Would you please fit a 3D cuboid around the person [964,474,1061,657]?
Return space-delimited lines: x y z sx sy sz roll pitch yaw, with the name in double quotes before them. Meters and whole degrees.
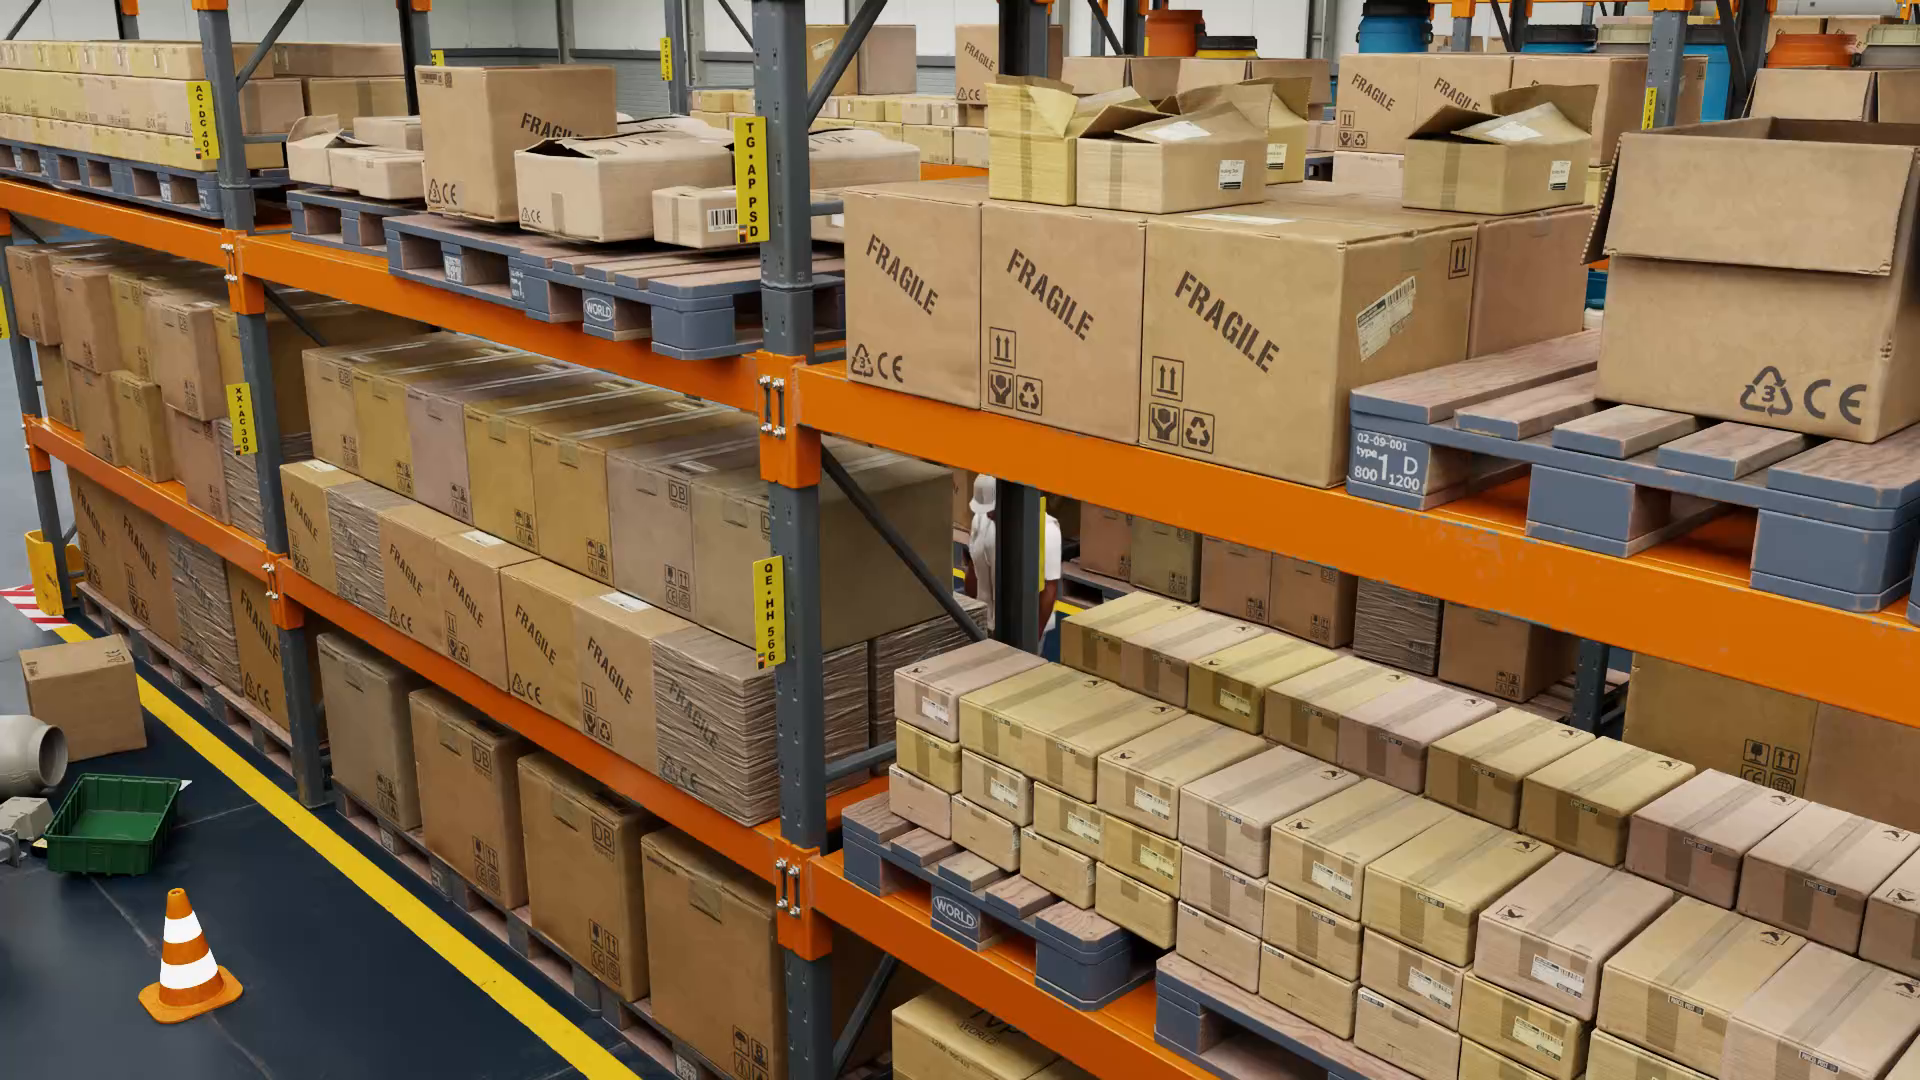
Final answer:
"person" 0.235 0.434 8.191 0.453 1.718 0.591 -15 23 -40
